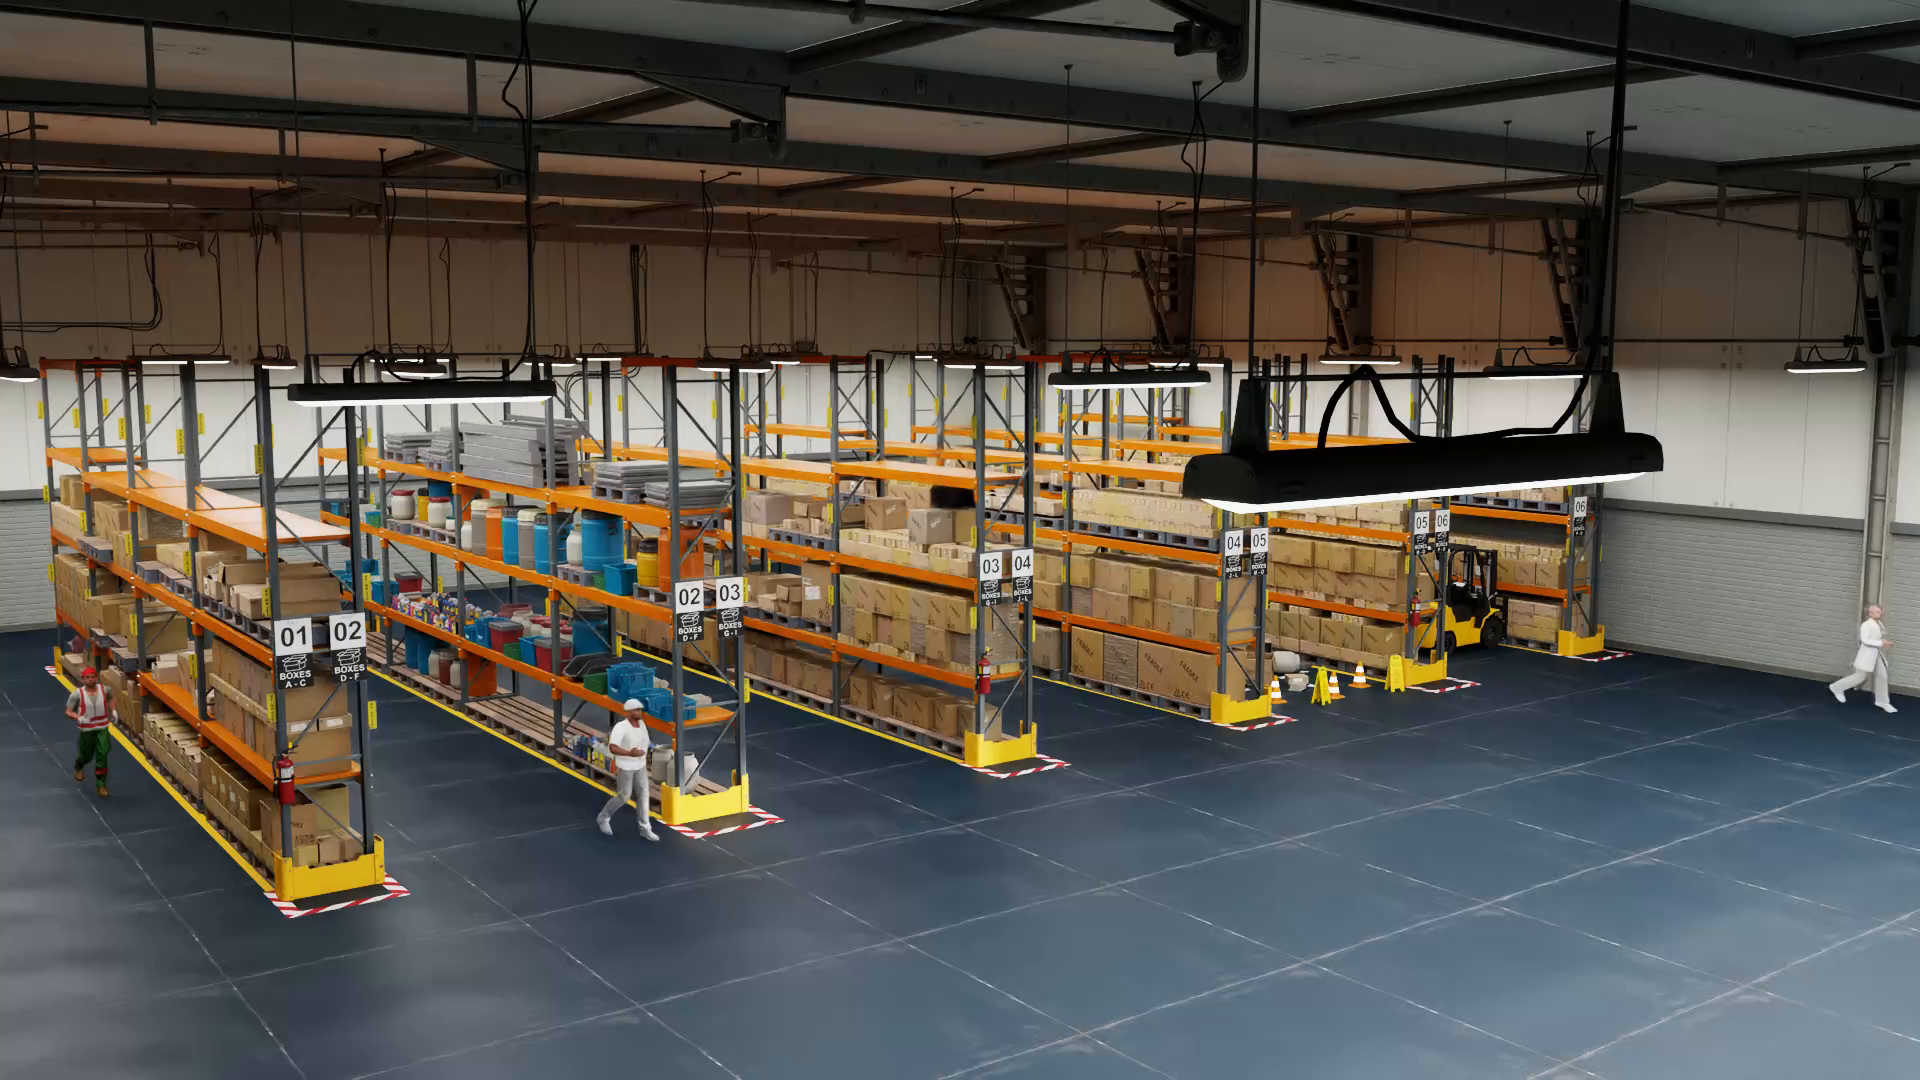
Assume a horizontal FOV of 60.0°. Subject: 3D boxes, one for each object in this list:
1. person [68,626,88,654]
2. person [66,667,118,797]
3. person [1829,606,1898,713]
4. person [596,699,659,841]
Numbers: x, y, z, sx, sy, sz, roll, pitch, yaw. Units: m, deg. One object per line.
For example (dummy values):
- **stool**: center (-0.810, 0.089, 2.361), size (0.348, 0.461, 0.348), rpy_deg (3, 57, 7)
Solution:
- **person**: center (-17.461, 1.592, 32.975), size (0.515, 1.596, 0.568), rpy_deg (-2, 7, -17)
- **person**: center (-12.170, 2.655, 23.341), size (0.667, 1.786, 0.956), rpy_deg (-5, 9, -39)
- **person**: center (15.621, 2.012, 28.644), size (0.720, 1.801, 1.060), rpy_deg (-5, 9, -37)
- **person**: center (-4.184, 2.903, 21.207), size (0.877, 1.779, 0.729), rpy_deg (4, 8, 30)
